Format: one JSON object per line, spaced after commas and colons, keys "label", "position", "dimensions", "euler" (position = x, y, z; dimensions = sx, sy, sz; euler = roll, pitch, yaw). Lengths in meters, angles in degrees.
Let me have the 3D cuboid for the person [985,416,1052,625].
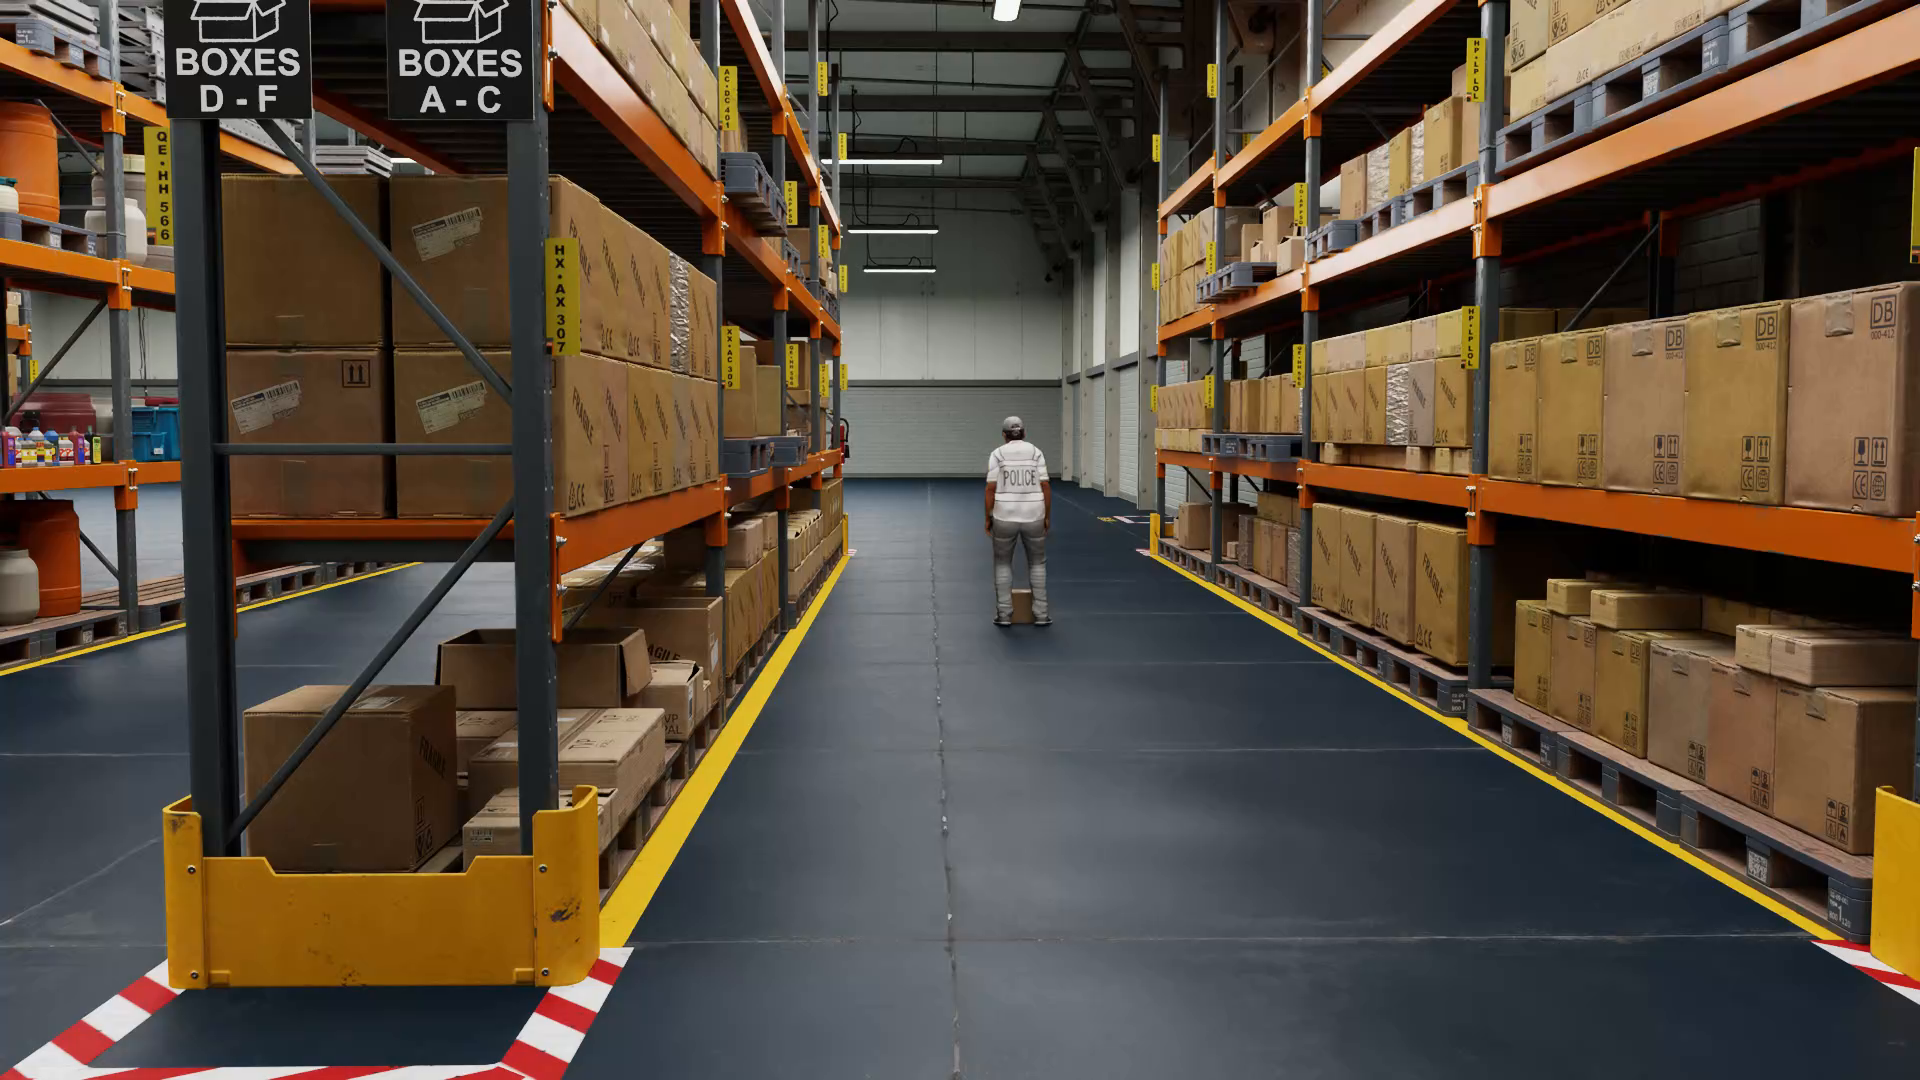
{"label": "person", "position": [0.470, -0.153, 13.228], "dimensions": [0.561, 1.665, 0.471], "euler": [0, 4, -5]}
